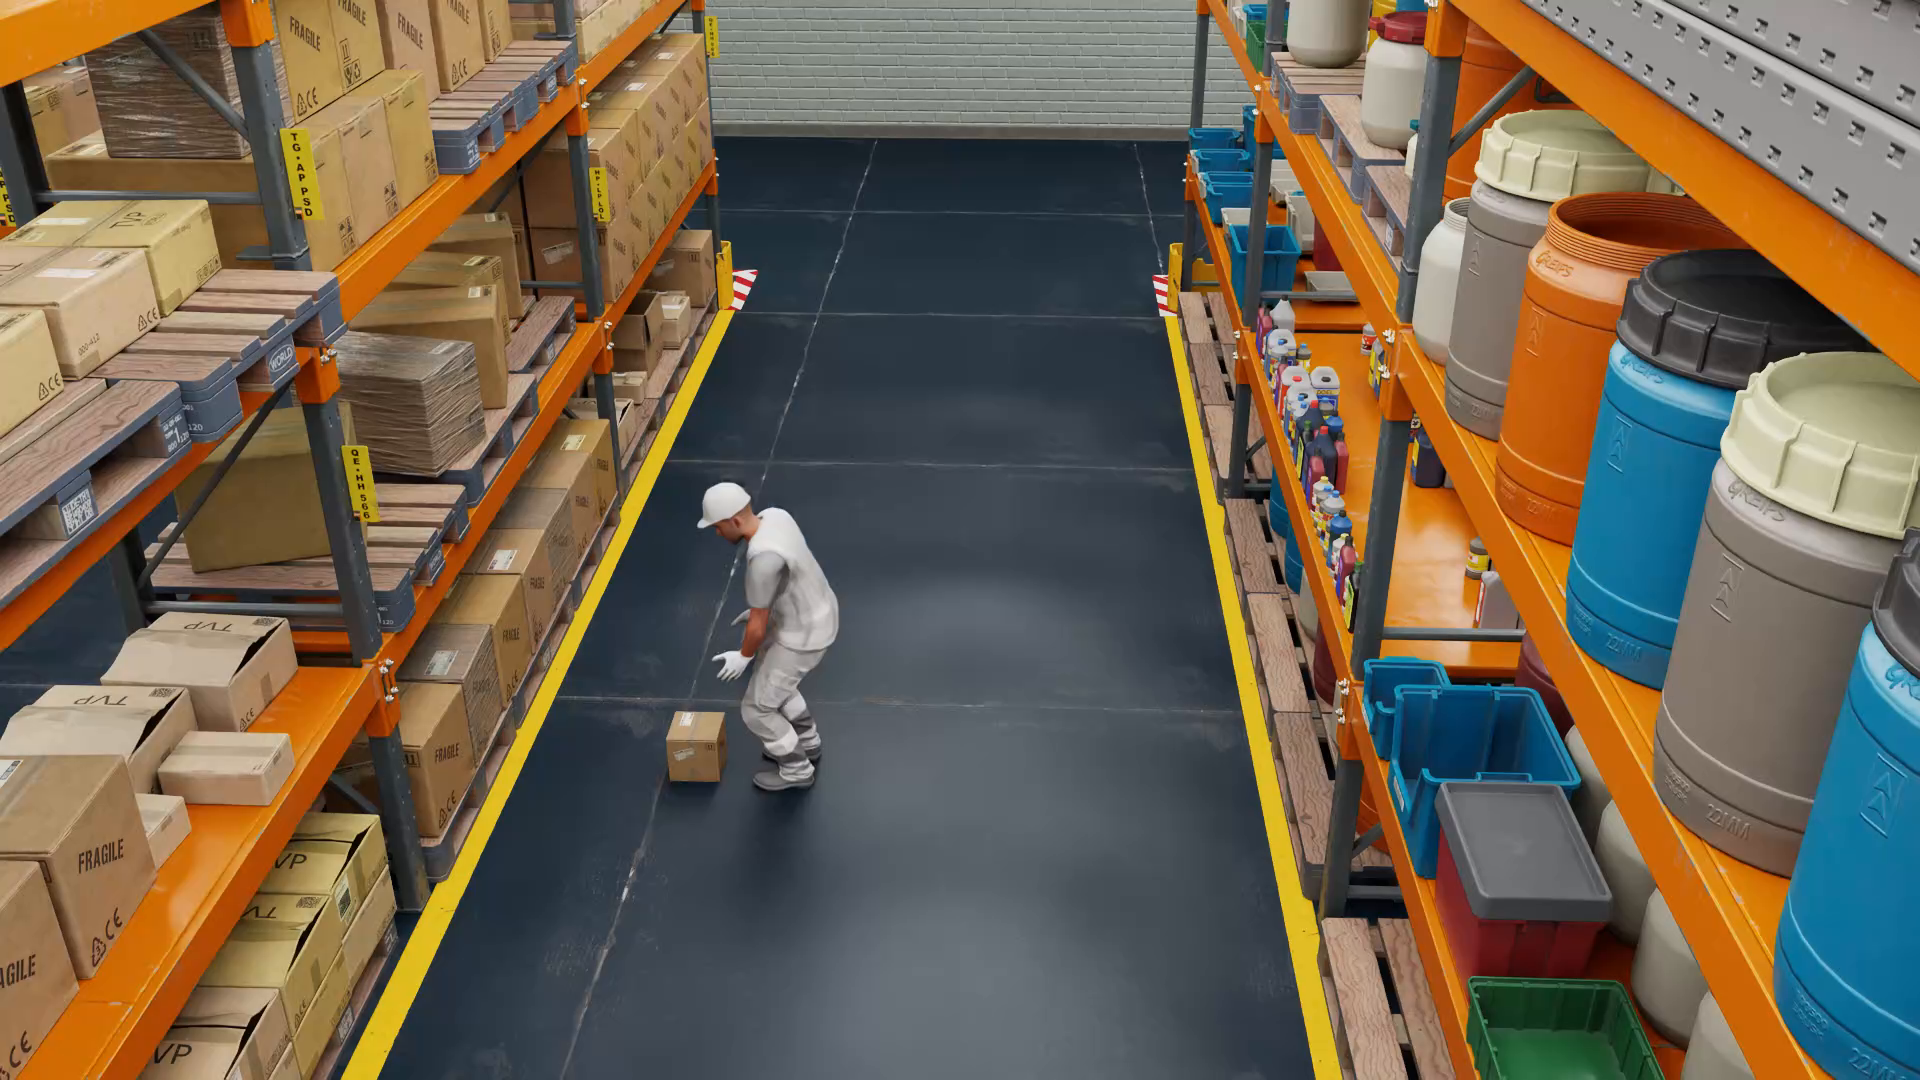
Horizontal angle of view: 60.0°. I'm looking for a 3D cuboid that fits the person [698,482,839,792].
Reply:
[{"bbox_3d":[-0.894,0.458,7.925,0.624,1.604,0.572,1,28,3],"label":"person"}]
